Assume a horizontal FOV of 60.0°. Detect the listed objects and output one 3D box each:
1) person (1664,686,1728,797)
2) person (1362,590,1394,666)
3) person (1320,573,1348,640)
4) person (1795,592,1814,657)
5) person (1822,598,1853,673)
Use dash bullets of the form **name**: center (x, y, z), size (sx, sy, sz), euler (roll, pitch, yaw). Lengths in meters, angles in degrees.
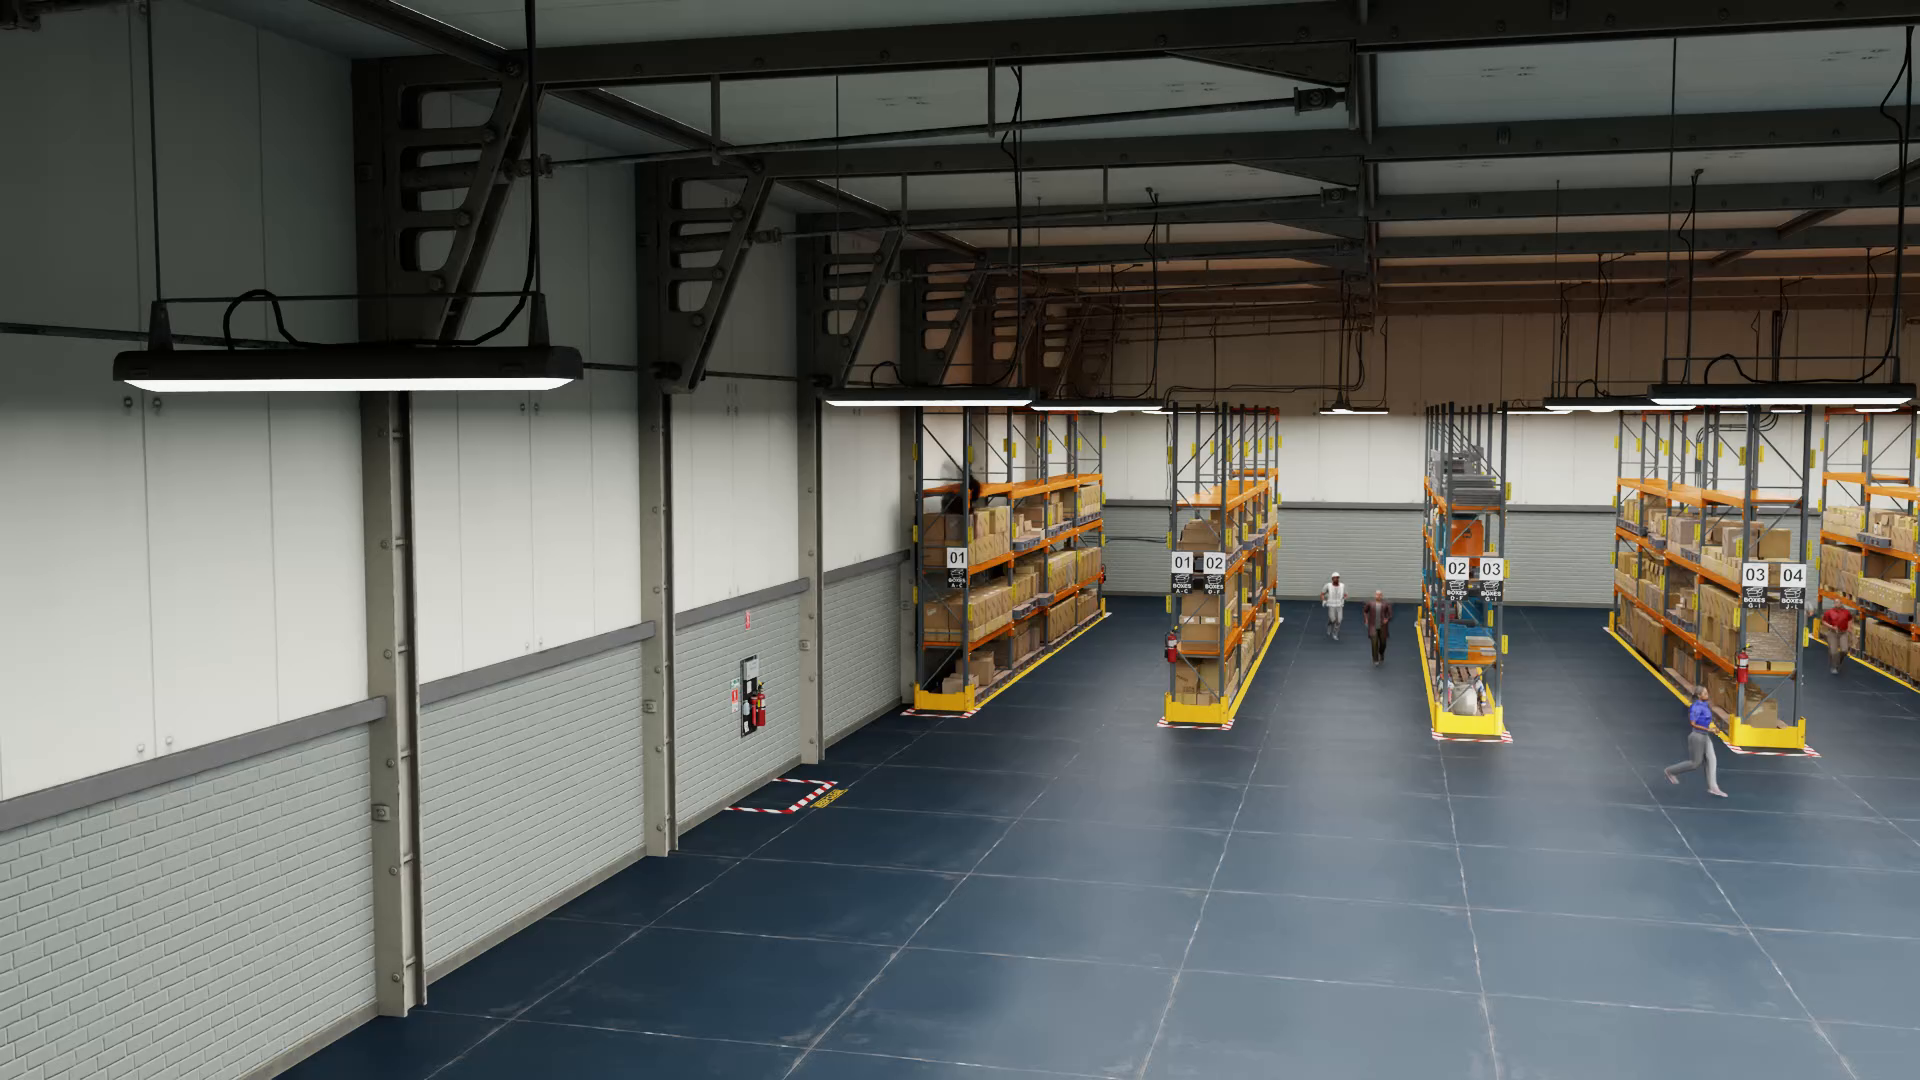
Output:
- **person**: center (11.195, 3.036, 25.247), size (0.902, 1.655, 0.587), euler (3, 5, 39)
- **person**: center (9.628, 2.022, 38.352), size (0.716, 1.737, 0.836), euler (1, 4, 13)
- **person**: center (9.626, 1.705, 42.652), size (0.683, 1.734, 0.592), euler (0, 4, -1)
- **person**: center (19.705, 2.009, 39.032), size (0.527, 1.712, 0.817), euler (1, 4, 7)
- **person**: center (19.593, 2.140, 37.090), size (0.653, 1.687, 0.593), euler (1, 4, 16)
